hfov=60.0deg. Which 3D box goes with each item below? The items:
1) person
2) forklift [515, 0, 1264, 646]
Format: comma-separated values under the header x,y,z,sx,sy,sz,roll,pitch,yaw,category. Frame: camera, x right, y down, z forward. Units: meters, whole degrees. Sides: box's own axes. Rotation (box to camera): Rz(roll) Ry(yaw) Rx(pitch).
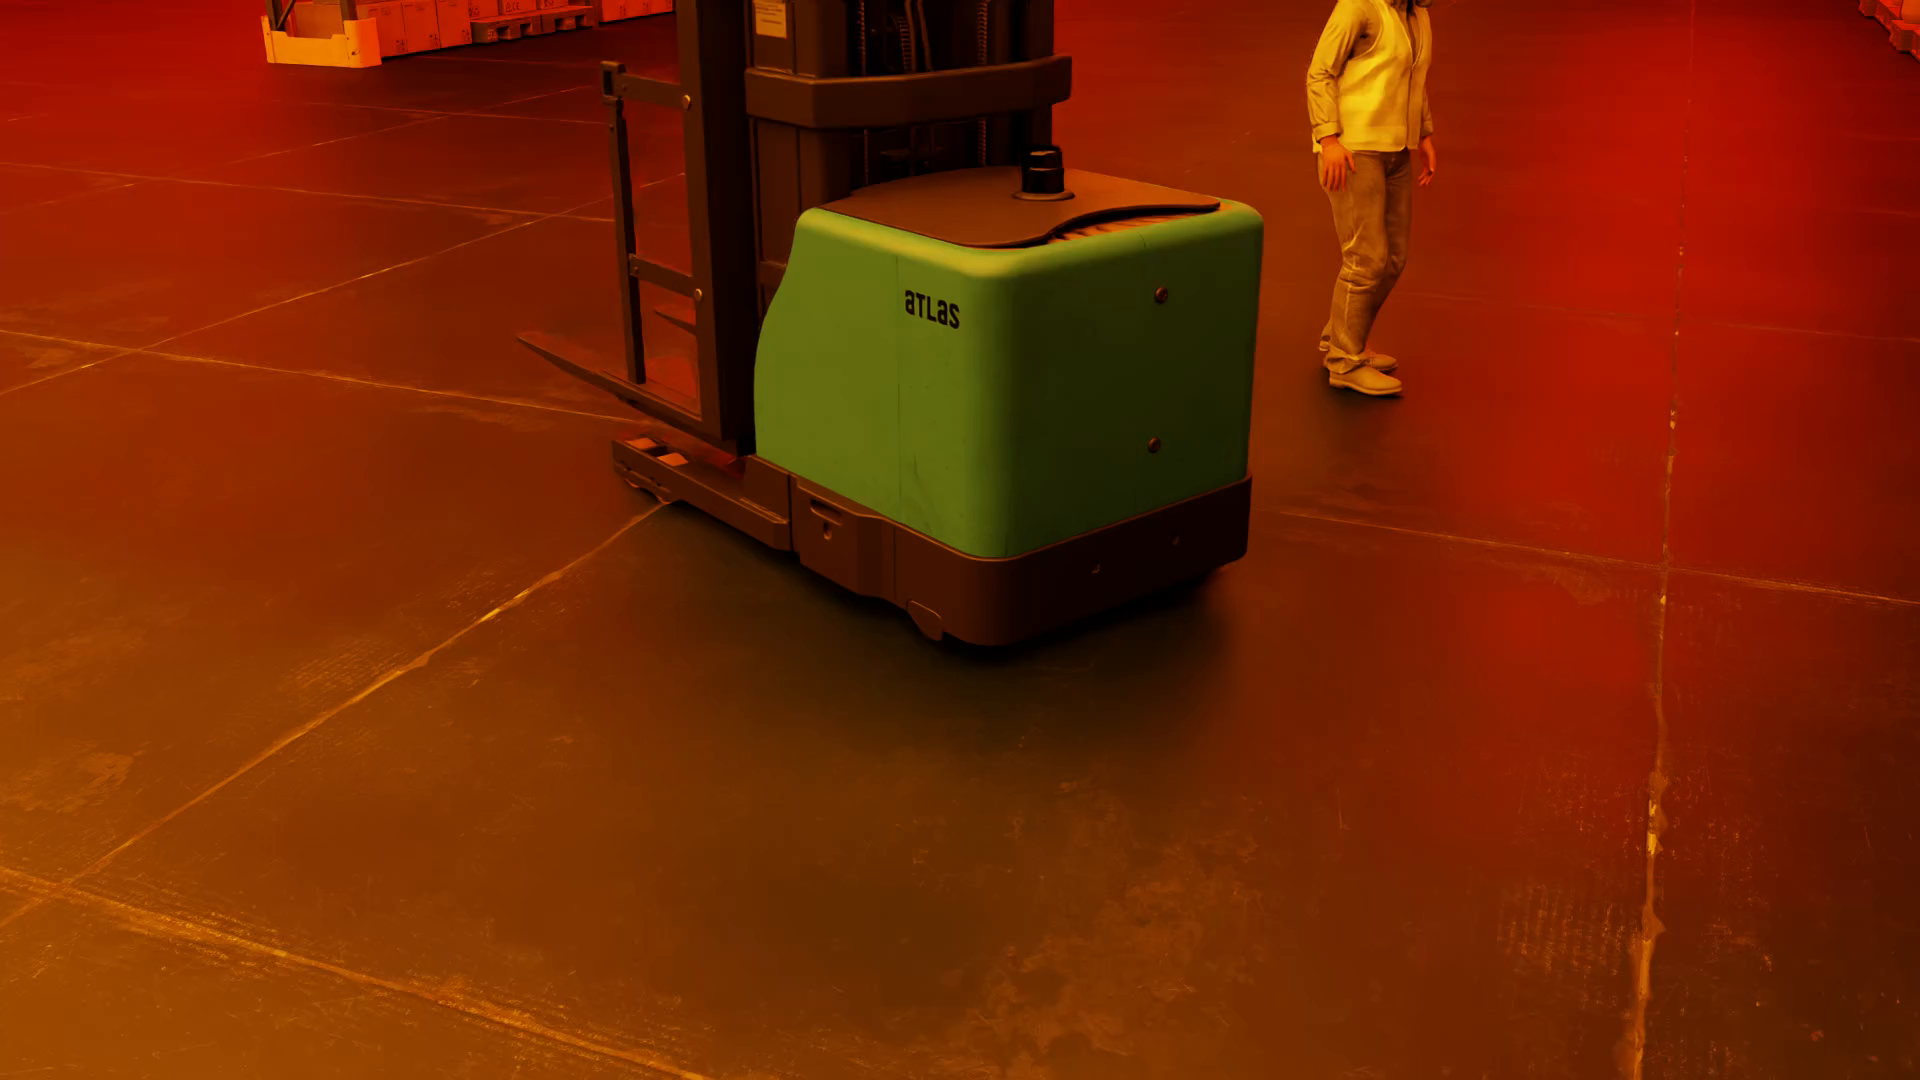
x,y,z,sx,sy,sz,roll,pitch,yaw,category
1.615,-1.470,6.328,0.505,1.760,0.715,19,29,38,person
-0.495,-1.575,5.059,1.130,2.935,3.031,-18,29,-36,forklift
